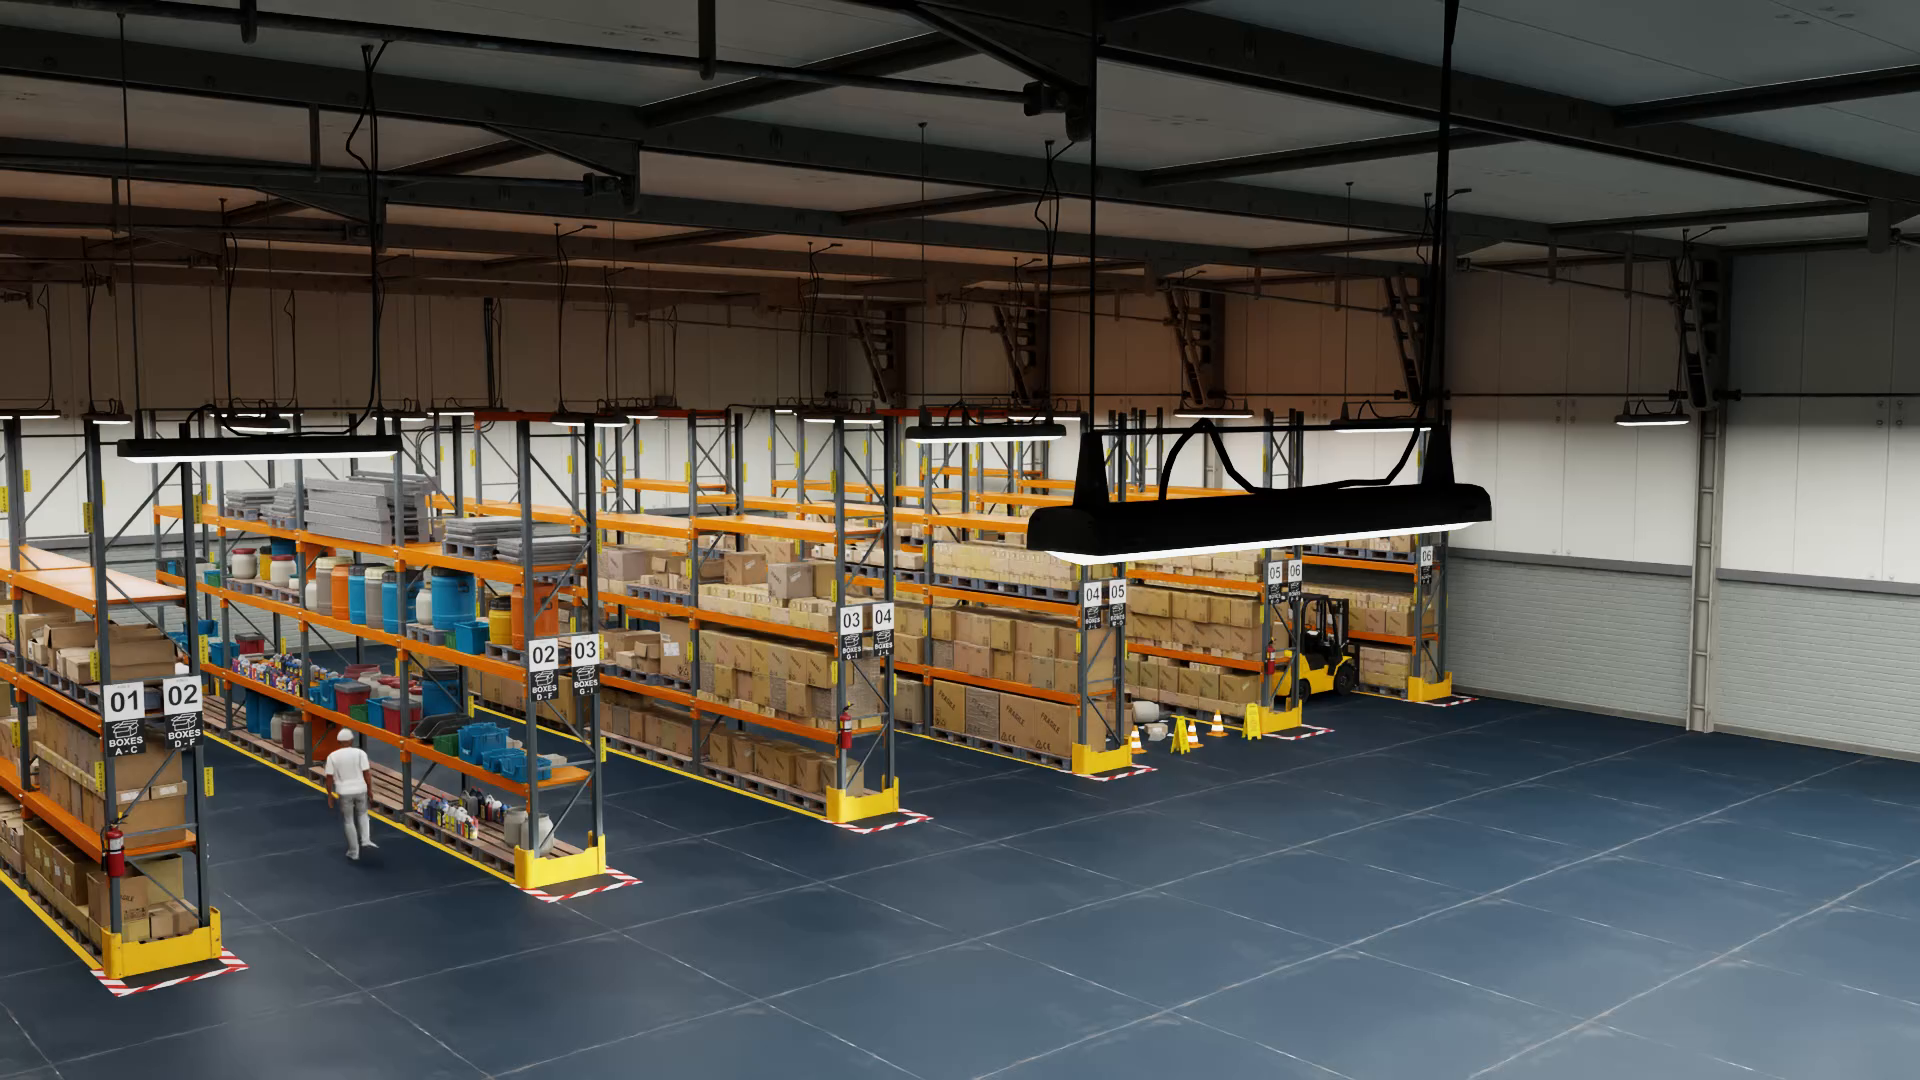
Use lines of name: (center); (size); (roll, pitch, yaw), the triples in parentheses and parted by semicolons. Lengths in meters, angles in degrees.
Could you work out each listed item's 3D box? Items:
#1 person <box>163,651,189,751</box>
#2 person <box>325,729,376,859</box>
person: (-13.766, 2.856, 29.339); (0.613, 1.775, 0.605); (4, 6, 37)
person: (-8.315, 3.456, 22.693); (0.595, 1.753, 0.520); (-3, 6, -32)
